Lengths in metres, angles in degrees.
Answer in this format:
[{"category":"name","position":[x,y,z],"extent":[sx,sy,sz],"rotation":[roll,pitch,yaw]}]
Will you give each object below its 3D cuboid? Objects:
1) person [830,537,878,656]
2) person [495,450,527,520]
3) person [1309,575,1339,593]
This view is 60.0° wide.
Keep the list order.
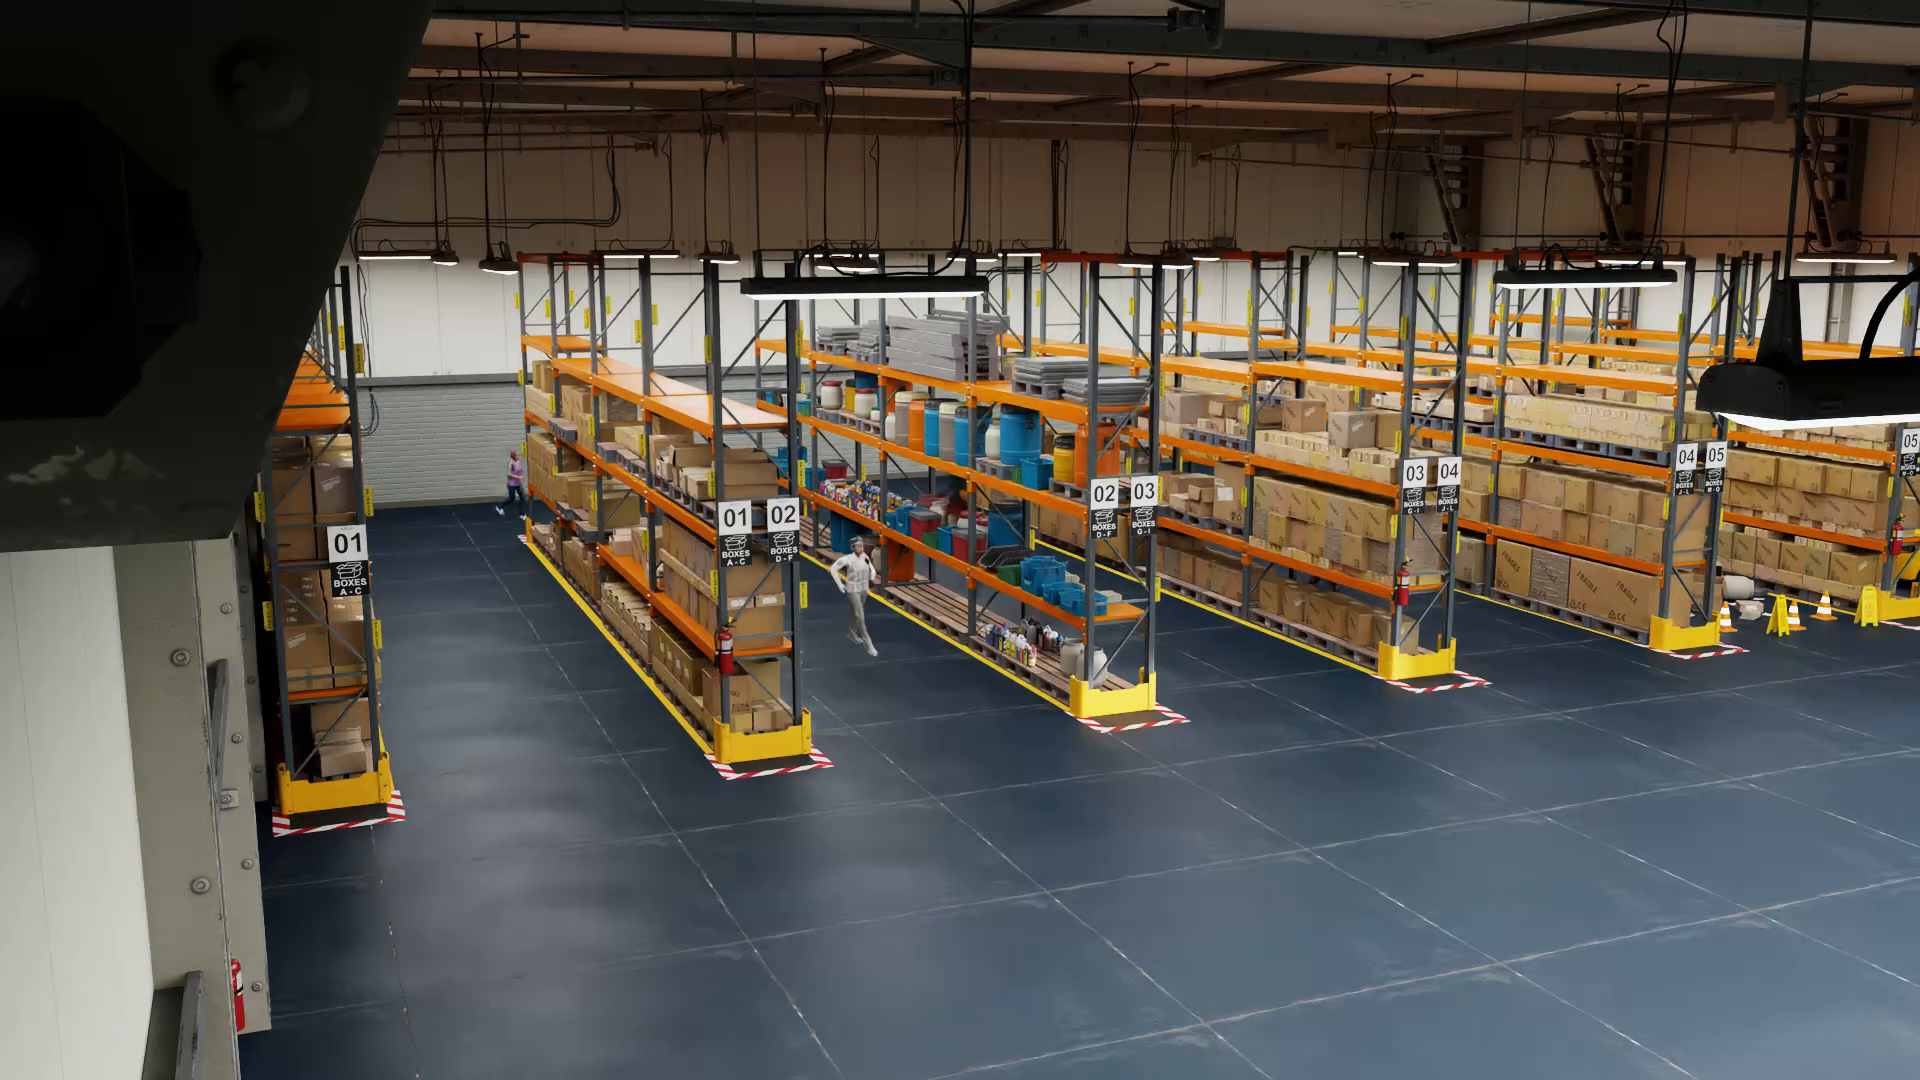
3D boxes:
[{"category":"person","position":[-1.521,0.802,24.427],"extent":[0.699,1.763,0.710],"rotation":[-9,14,-42]},{"category":"person","position":[-10.079,-1.232,37.411],"extent":[0.845,1.606,0.533],"rotation":[4,11,19]},{"category":"person","position":[6.631,0.255,29.577],"extent":[0.639,1.500,1.153],"rotation":[-4,11,-19]}]
